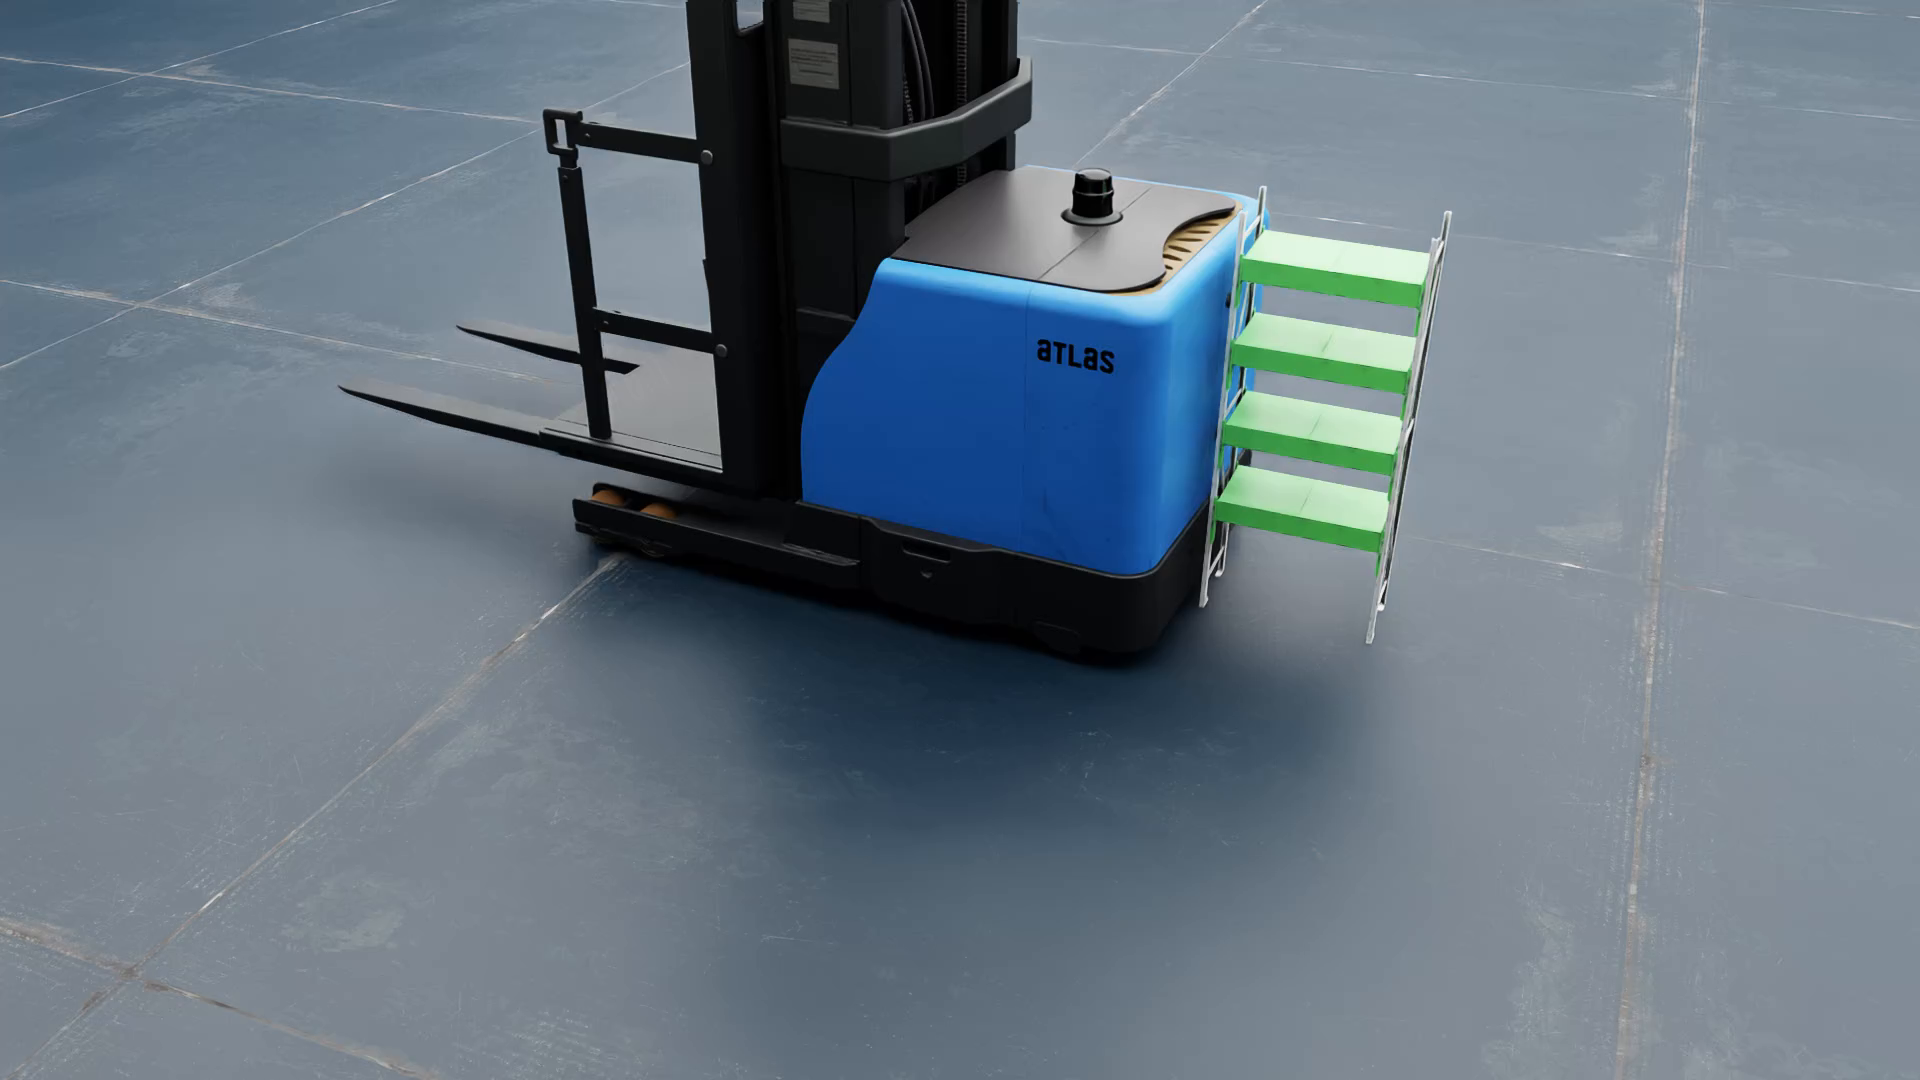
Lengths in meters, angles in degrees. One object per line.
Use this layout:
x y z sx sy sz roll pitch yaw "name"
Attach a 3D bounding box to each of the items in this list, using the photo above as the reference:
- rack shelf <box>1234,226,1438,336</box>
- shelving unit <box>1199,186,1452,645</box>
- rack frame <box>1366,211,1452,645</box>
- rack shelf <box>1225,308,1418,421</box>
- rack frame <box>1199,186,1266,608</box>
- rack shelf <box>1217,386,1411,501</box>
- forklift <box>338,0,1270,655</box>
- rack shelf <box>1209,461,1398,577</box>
0.996 -0.689 4.395 0.480 0.148 0.258 12 32 19 "rack shelf"
0.990 -0.328 4.602 0.503 1.200 0.258 12 32 19 "shelving unit"
1.215 -0.279 4.524 0.015 1.200 0.240 12 32 19 "rack frame"
0.992 -0.481 4.515 0.480 0.148 0.258 12 32 19 "rack shelf"
0.764 -0.377 4.681 0.015 1.200 0.240 12 32 19 "rack frame"
0.989 -0.273 4.634 0.480 0.148 0.258 12 32 19 "rack shelf"
-0.642 -1.441 4.821 3.031 2.935 1.130 13 32 22 "forklift"
0.985 -0.065 4.754 0.480 0.148 0.258 12 32 19 "rack shelf"
